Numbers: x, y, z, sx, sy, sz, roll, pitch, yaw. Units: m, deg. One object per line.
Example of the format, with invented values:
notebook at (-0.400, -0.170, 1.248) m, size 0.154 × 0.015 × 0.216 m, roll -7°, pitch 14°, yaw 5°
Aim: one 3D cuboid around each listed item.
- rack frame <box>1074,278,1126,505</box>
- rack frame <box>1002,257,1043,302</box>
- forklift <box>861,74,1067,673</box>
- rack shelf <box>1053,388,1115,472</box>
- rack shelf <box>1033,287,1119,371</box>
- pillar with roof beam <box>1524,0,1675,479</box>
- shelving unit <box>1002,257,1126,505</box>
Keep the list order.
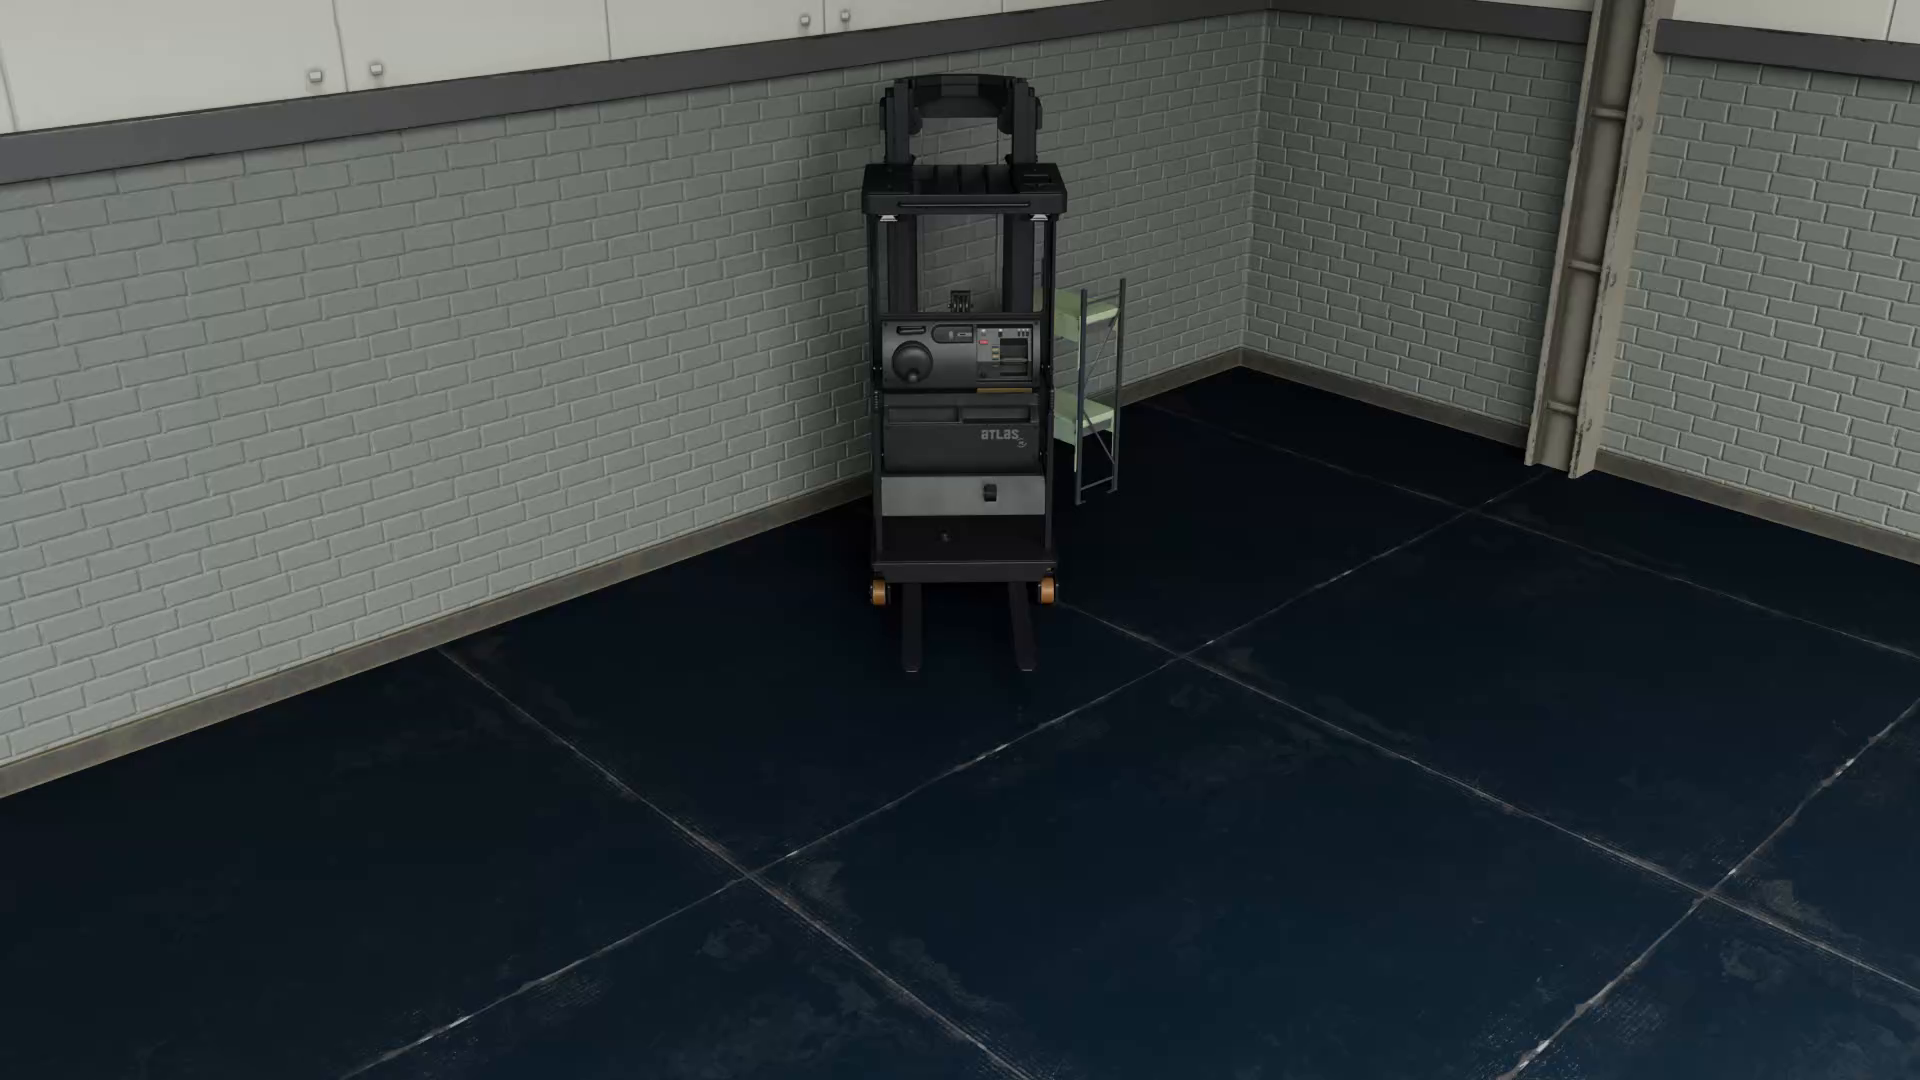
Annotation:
rack frame at (0.931, -0.976, 11.082) m, size 0.400 × 1.500 × 0.023 m, roll -21°, pitch 32°, yaw -38°
rack frame at (0.438, -1.200, 11.574) m, size 0.400 × 1.500 × 0.023 m, roll -21°, pitch 32°, yaw -38°
forklift at (0.014, -1.073, 9.571) m, size 1.130 × 2.935 × 3.031 m, roll -1°, pitch 25°, yaw -1°
rack shelf at (0.685, -0.792, 11.463) m, size 0.431 × 0.370 × 0.720 m, roll -21°, pitch 32°, yaw -38°
rack shelf at (0.685, -1.443, 11.166) m, size 0.431 × 0.370 × 0.720 m, roll -21°, pitch 32°, yaw -38°
pillar with roof beam at (1.153, -3.405, 7.372) m, size 9.100 × 9.000 × 0.400 m, roll -21°, pitch 32°, yaw -38°
shelving unit at (0.685, -1.088, 11.328) m, size 0.431 × 1.500 × 0.755 m, roll -21°, pitch 32°, yaw -38°
